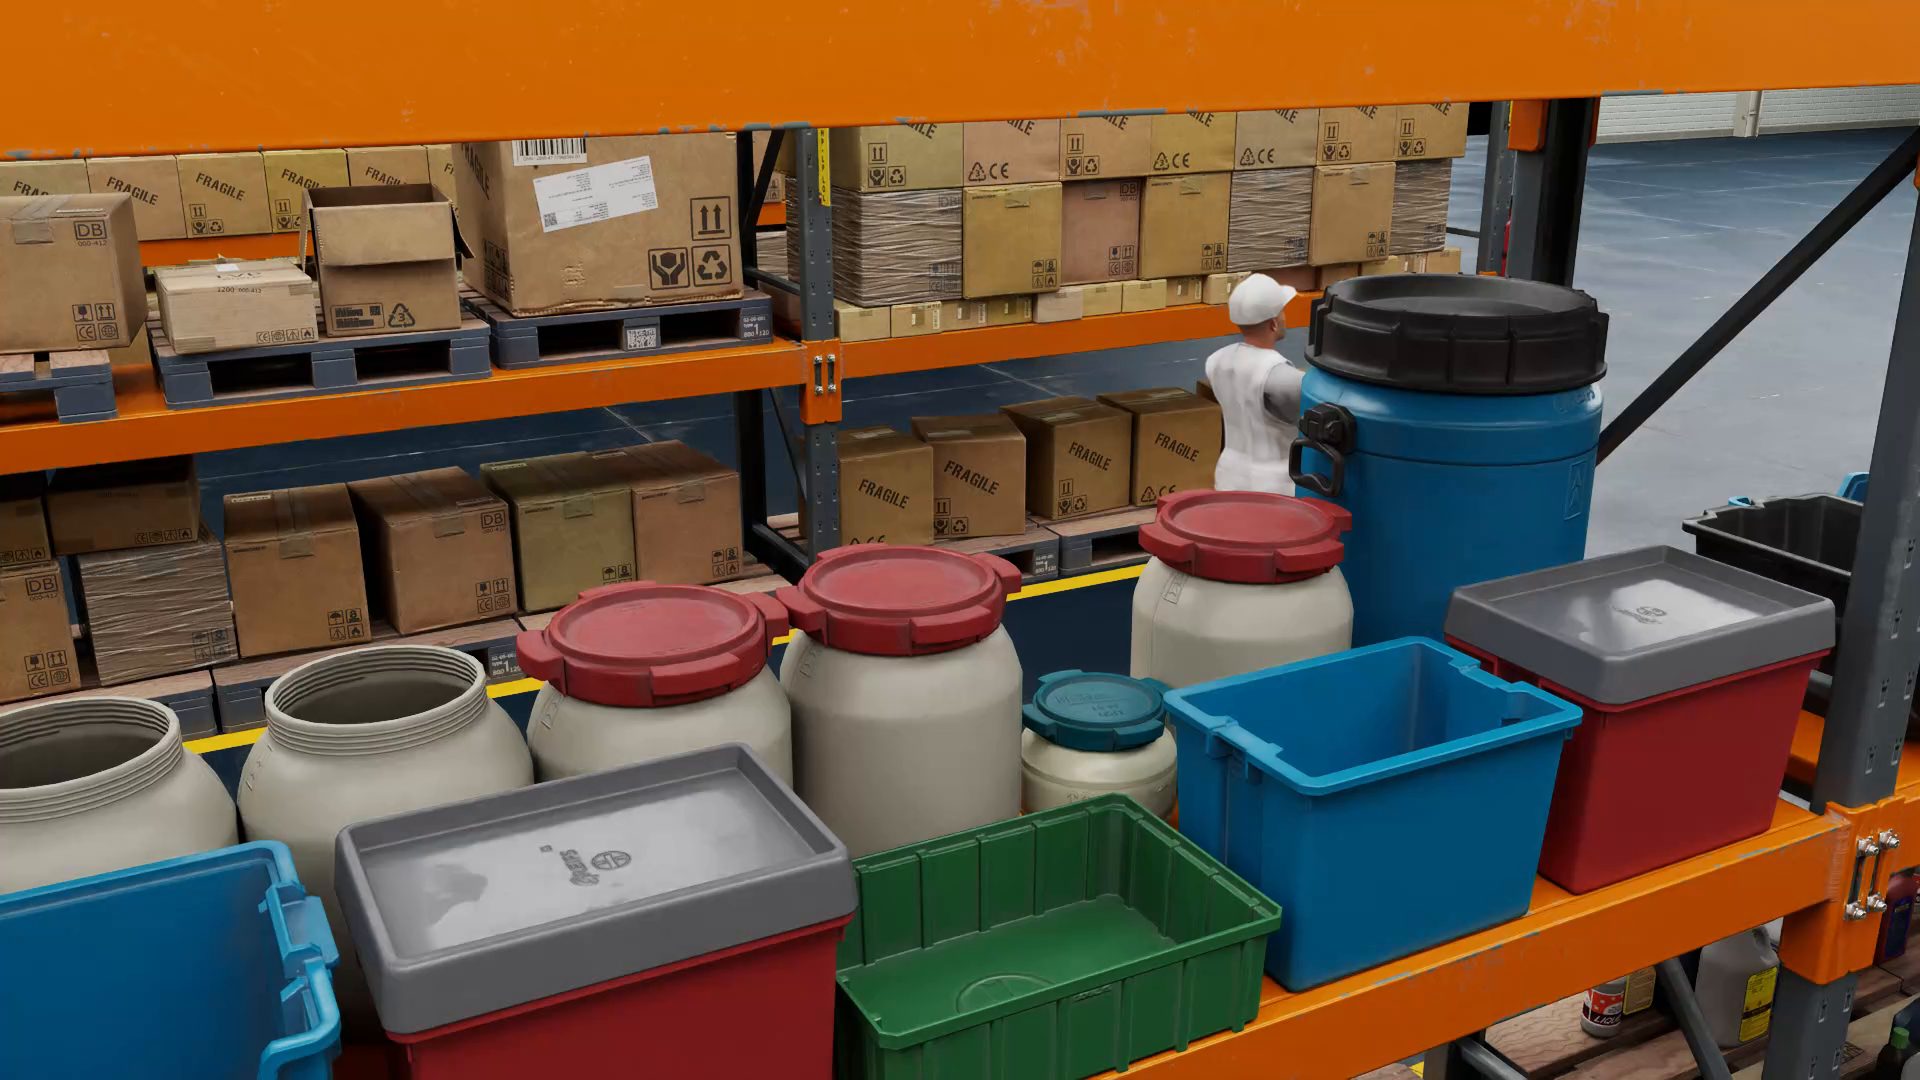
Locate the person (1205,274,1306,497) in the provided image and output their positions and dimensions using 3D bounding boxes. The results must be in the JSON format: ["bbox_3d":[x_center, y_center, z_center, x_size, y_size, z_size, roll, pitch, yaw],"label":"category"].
[{"bbox_3d":[1.263,-0.164,6.527,0.563,1.783,0.494,-10,21,-27],"label":"person"}]
